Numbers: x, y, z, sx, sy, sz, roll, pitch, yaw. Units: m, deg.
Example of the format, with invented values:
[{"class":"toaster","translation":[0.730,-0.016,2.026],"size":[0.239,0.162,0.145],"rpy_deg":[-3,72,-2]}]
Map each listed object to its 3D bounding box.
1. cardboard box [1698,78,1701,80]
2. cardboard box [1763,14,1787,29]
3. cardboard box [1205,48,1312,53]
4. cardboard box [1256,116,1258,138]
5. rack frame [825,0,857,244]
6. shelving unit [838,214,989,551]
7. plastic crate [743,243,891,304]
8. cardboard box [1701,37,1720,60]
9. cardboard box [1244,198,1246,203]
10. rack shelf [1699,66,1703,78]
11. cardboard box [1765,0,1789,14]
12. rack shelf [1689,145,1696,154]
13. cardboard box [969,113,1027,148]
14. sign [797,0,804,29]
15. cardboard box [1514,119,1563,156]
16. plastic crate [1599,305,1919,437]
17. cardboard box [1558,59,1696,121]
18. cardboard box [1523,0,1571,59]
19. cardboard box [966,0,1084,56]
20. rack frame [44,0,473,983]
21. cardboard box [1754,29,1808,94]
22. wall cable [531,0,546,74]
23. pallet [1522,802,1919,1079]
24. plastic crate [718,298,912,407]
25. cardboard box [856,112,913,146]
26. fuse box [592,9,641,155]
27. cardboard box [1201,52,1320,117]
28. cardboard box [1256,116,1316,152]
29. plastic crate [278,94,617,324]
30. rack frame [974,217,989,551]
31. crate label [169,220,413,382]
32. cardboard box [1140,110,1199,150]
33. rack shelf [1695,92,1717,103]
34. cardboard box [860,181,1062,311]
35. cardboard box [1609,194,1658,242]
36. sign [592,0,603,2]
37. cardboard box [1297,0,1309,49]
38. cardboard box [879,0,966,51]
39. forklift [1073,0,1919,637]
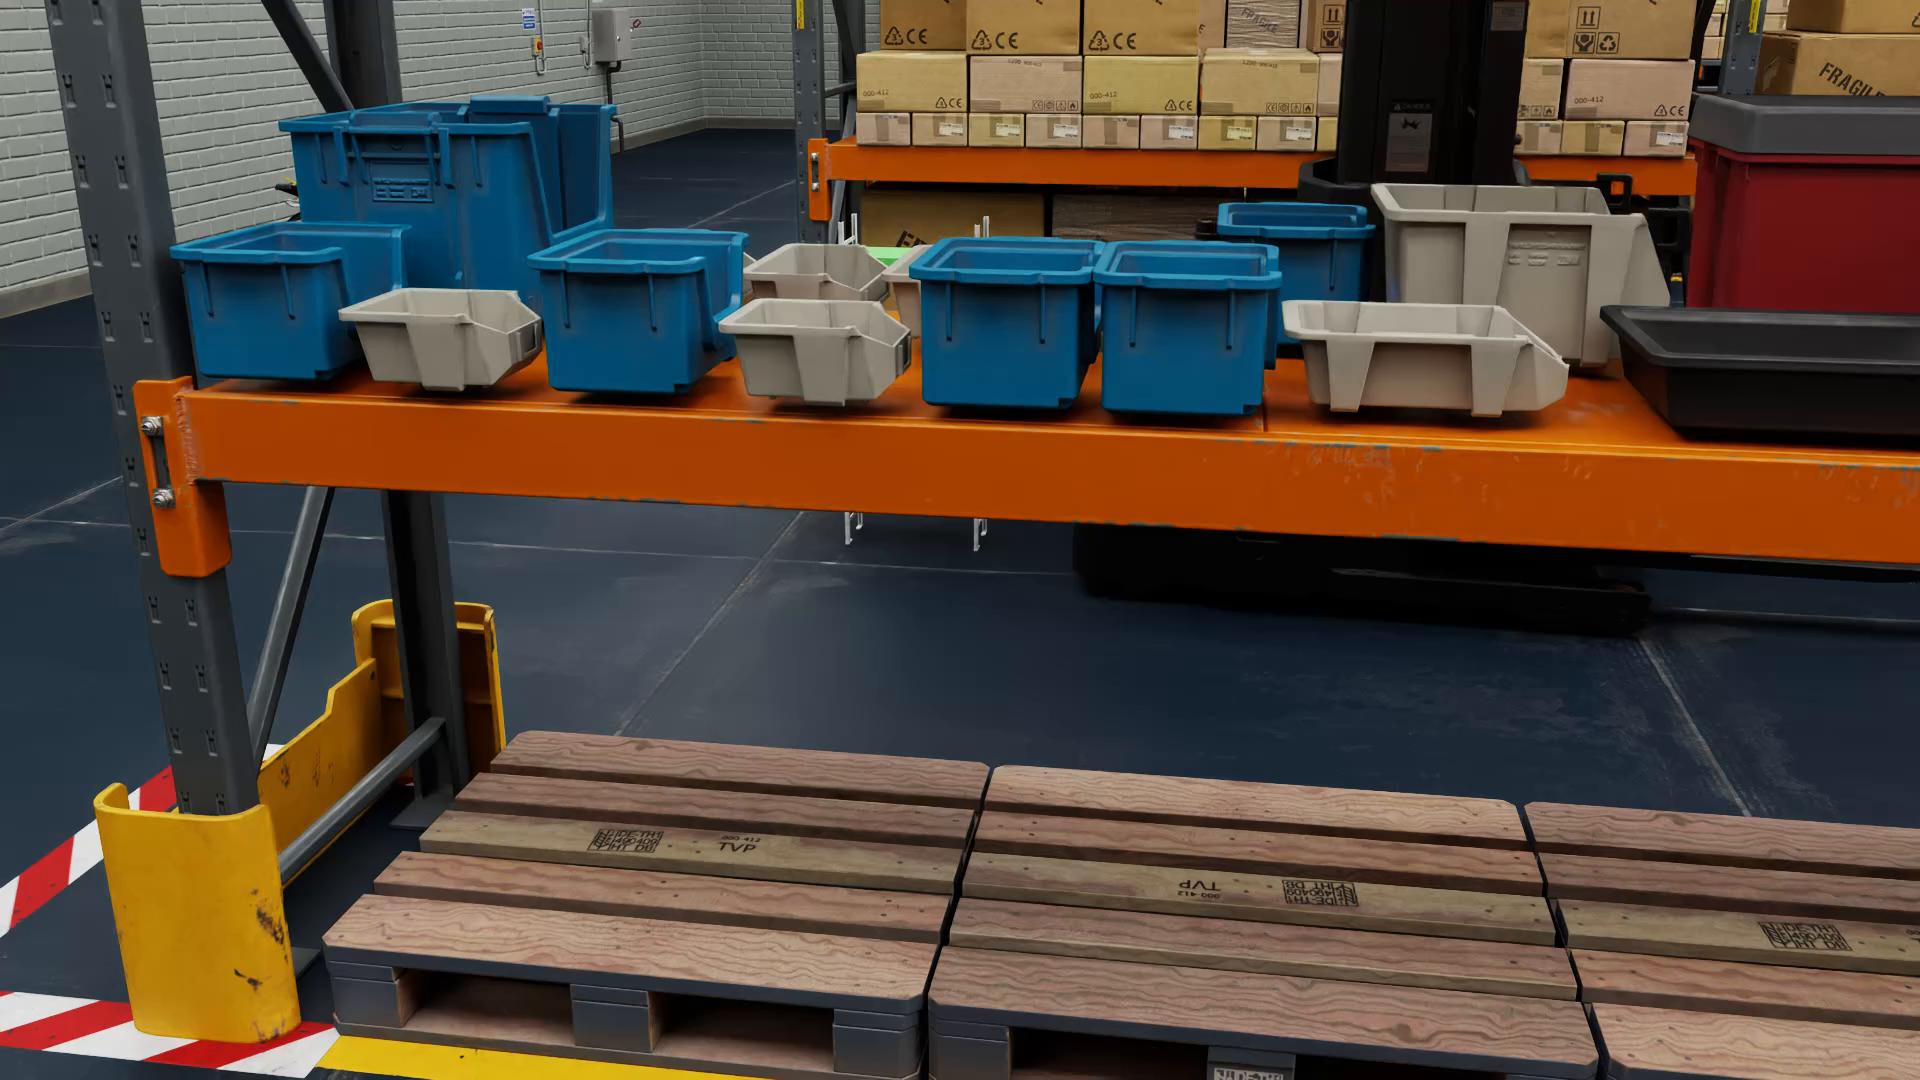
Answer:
[{"class":"cardboard box","translation":[7.305,-4.163,16.705],"size":[0.875,0.875,0.875],"rpy_deg":[3,19,9]},{"class":"cardboard box","translation":[5.569,-3.516,11.350],"size":[0.250,0.149,0.380],"rpy_deg":[4,19,11]},{"class":"cardboard box","translation":[1.422,-2.215,7.963],"size":[0.500,0.250,0.500],"rpy_deg":[3,19,9]},{"class":"cardboard box","translation":[1.554,-2.039,8.066],"size":[0.250,0.149,0.380],"rpy_deg":[2,19,7]},{"class":"rack frame","translation":[-0.616,-2.164,8.042],"size":[0.053,2.616,0.949],"rpy_deg":[3,19,9]},{"class":"shelving unit","translation":[-0.163,-0.577,6.138],"size":[0.503,1.200,0.258],"rpy_deg":[3,19,9]},{"class":"plastic crate","translation":[-0.285,-0.511,3.423],"size":[0.243,0.136,0.396],"rpy_deg":[3,19,9]},{"class":"cardboard box","translation":[5.056,-3.400,11.472],"size":[0.250,0.149,0.380],"rpy_deg":[3,19,9]},{"class":"cardboard box","translation":[2.051,-2.546,12.546],"size":[0.250,0.149,0.380],"rpy_deg":[4,19,11]},{"class":"rack shelf","translation":[6.879,-4.624,16.529],"size":[4.000,0.370,1.077],"rpy_deg":[3,19,9]},{"class":"cardboard box","translation":[5.563,-3.656,11.300],"size":[0.250,0.149,0.380],"rpy_deg":[3,19,8]},{"class":"rack shelf","translation":[5.307,-1.519,7.250],"size":[4.000,0.370,1.077],"rpy_deg":[3,19,9]},{"class":"cardboard box","translation":[0.188,-1.897,7.641],"size":[0.250,0.149,0.380],"rpy_deg":[2,19,7]},{"class":"sign","translation":[-0.711,-2.437,7.370],"size":[0.005,0.325,0.100],"rpy_deg":[3,19,9]},{"class":"cardboard box","translation":[2.472,-1.781,7.293],"size":[0.250,0.149,0.380],"rpy_deg":[3,19,8]},{"class":"plastic crate","translation":[1.399,-0.280,2.751],"size":[0.590,0.125,0.437],"rpy_deg":[3,19,9]},{"class":"cardboard box","translation":[2.855,-1.971,7.234],"size":[0.500,0.250,0.500],"rpy_deg":[3,19,8]},{"class":"cardboard box","translation":[2.342,-2.353,7.193],"size":[0.500,0.500,0.500],"rpy_deg":[3,19,9]},{"class":"cardboard box","translation":[0.308,-2.454,7.496],"size":[0.500,0.500,0.500],"rpy_deg":[2,19,7]},{"class":"rack frame","translation":[-1.403,-0.611,3.401],"size":[0.127,3.000,1.000],"rpy_deg":[3,19,9]},{"class":"cardboard box","translation":[3.838,-2.071,7.607],"size":[0.500,0.500,0.500],"rpy_deg":[3,19,9]},{"class":"wall cable","translation":[-4.616,-6.040,17.978],"size":[0.123,1.953,0.585],"rpy_deg":[3,19,9]},{"class":"pallet","translation":[1.815,0.888,3.316],"size":[1.213,0.211,1.003],"rpy_deg":[3,19,9]},{"class":"plastic crate","translation":[-0.238,-0.322,2.860],"size":[0.298,0.136,0.250],"rpy_deg":[3,19,9]},{"class":"cardboard box","translation":[-0.319,-1.922,7.716],"size":[0.250,0.149,0.380],"rpy_deg":[3,19,9]},{"class":"fuse box","translation":[-4.139,-5.583,20.293],"size":[0.414,1.711,0.539],"rpy_deg":[3,19,9]},{"class":"cardboard box","translation":[1.340,-2.049,7.466],"size":[0.500,0.250,0.500],"rpy_deg":[3,19,8]},{"class":"cardboard box","translation":[1.459,-1.832,7.448],"size":[0.250,0.149,0.380],"rpy_deg":[3,19,10]},{"class":"plastic crate","translation":[-1.042,-0.698,3.511],"size":[0.499,0.435,0.616],"rpy_deg":[3,19,9]},{"class":"rack frame","translation":[0.077,-0.565,6.101],"size":[0.015,1.200,0.240],"rpy_deg":[3,19,9]},{"class":"crate label","translation":[-1.211,-0.444,3.073],"size":[0.303,0.233,0.416],"rpy_deg":[3,19,9]},{"class":"cardboard box","translation":[0.951,-1.858,7.525],"size":[0.250,0.149,0.380],"rpy_deg":[3,19,8]},{"class":"rack shelf","translation":[6.194,-3.068,11.879],"size":[4.000,0.370,1.077],"rpy_deg":[3,19,9]},{"class":"cardboard box","translation":[0.028,-1.347,8.288],"size":[0.875,0.875,0.875],"rpy_deg":[3,19,9]},{"class":"cardboard box","translation":[2.693,-1.211,7.882],"size":[0.875,0.875,0.875],"rpy_deg":[3,19,9]},{"class":"sign","translation":[-4.352,-6.579,19.937],"size":[0.001,0.242,0.339],"rpy_deg":[3,19,9]},{"class":"cardboard box","translation":[2.693,-3.686,11.966],"size":[0.500,0.500,0.500],"rpy_deg":[3,19,8]},{"class":"cardboard box","translation":[-0.094,-2.646,8.069],"size":[0.500,0.500,0.500],"rpy_deg":[3,19,9]},{"class":"forklift","translation":[1.962,-1.261,5.454],"size":[3.031,2.935,1.130],"rpy_deg":[4,19,11]}]
